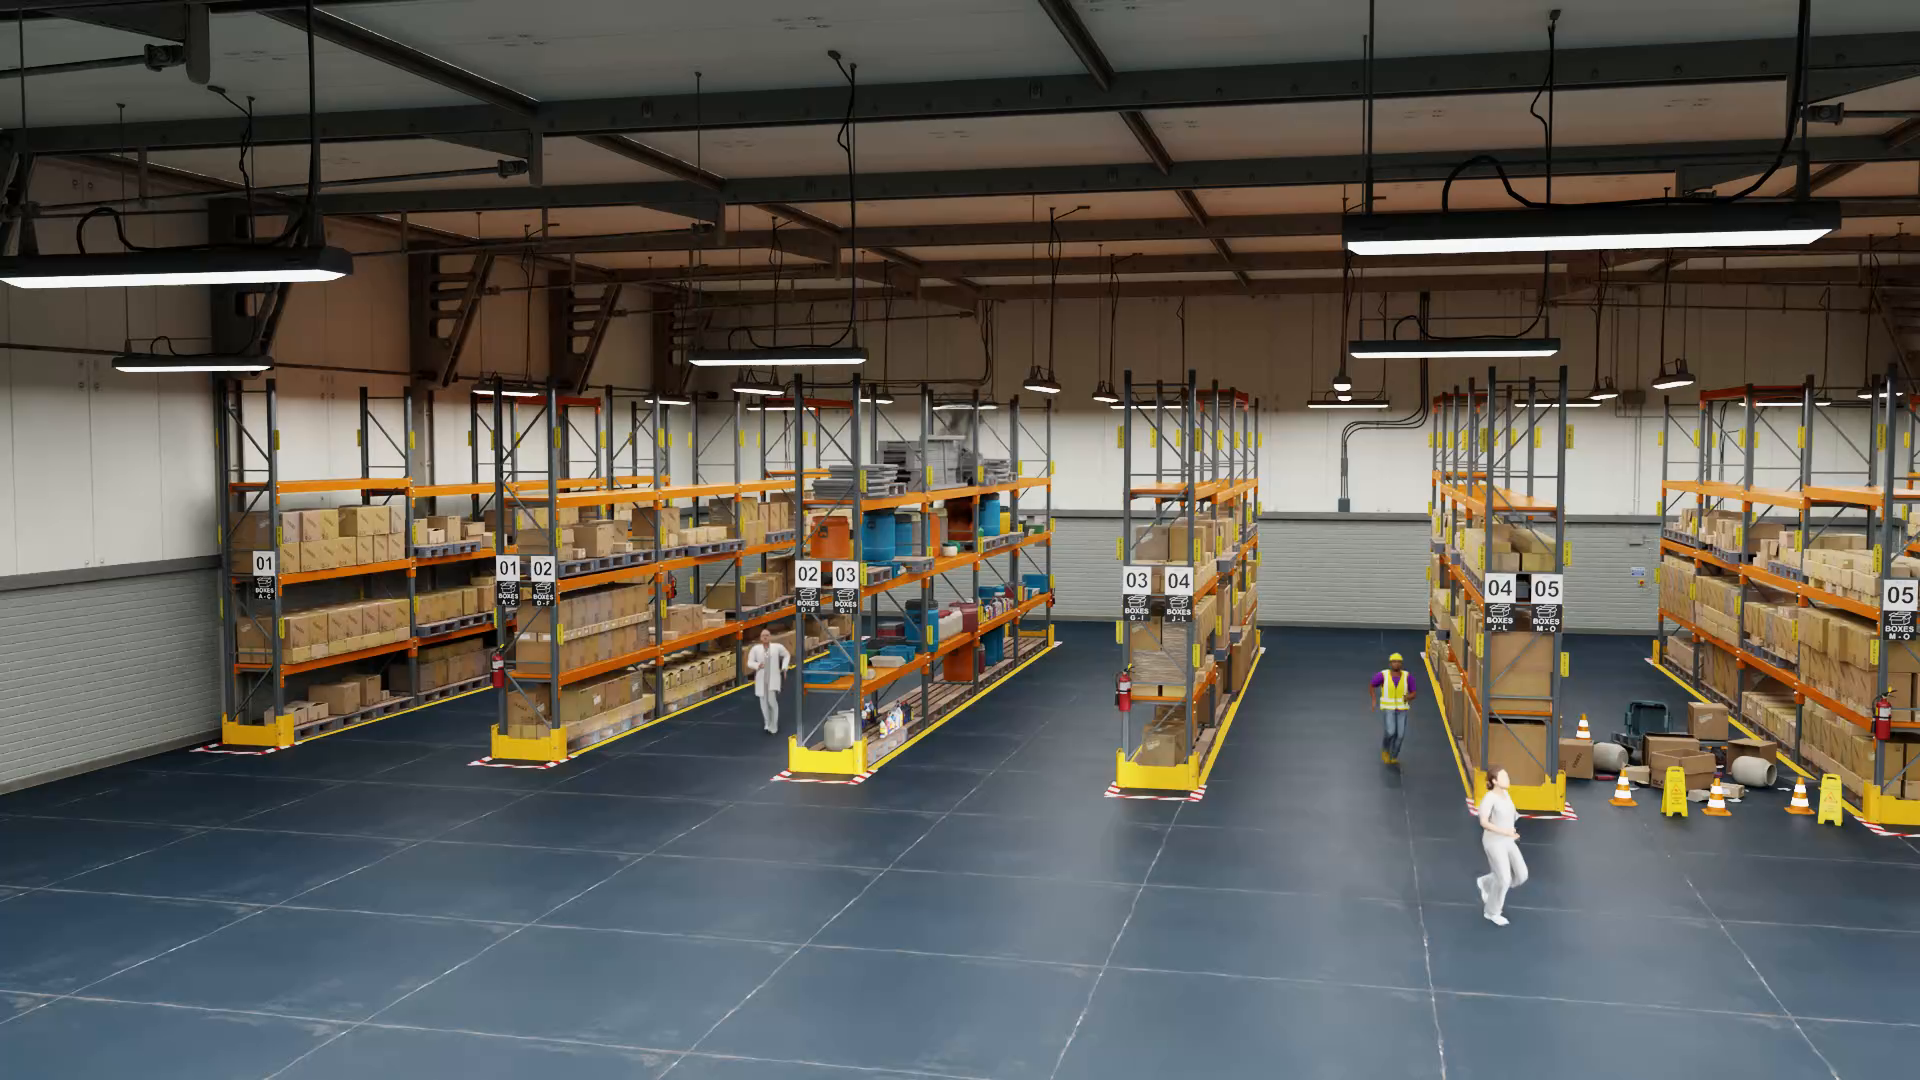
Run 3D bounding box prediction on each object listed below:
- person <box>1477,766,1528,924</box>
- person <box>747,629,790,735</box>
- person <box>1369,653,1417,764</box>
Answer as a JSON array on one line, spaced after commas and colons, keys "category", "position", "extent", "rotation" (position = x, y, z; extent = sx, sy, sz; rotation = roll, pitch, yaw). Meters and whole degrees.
[{"category": "person", "position": [5.594, 3.154, 17.243], "extent": [0.601, 1.636, 0.578], "rotation": [-3, 4, -40]}, {"category": "person", "position": [-3.280, 2.421, 28.360], "extent": [0.684, 1.788, 0.740], "rotation": [0, 3, 3]}, {"category": "person", "position": [6.653, 2.592, 25.453], "extent": [0.681, 1.721, 0.637], "rotation": [0, 3, 3]}]
